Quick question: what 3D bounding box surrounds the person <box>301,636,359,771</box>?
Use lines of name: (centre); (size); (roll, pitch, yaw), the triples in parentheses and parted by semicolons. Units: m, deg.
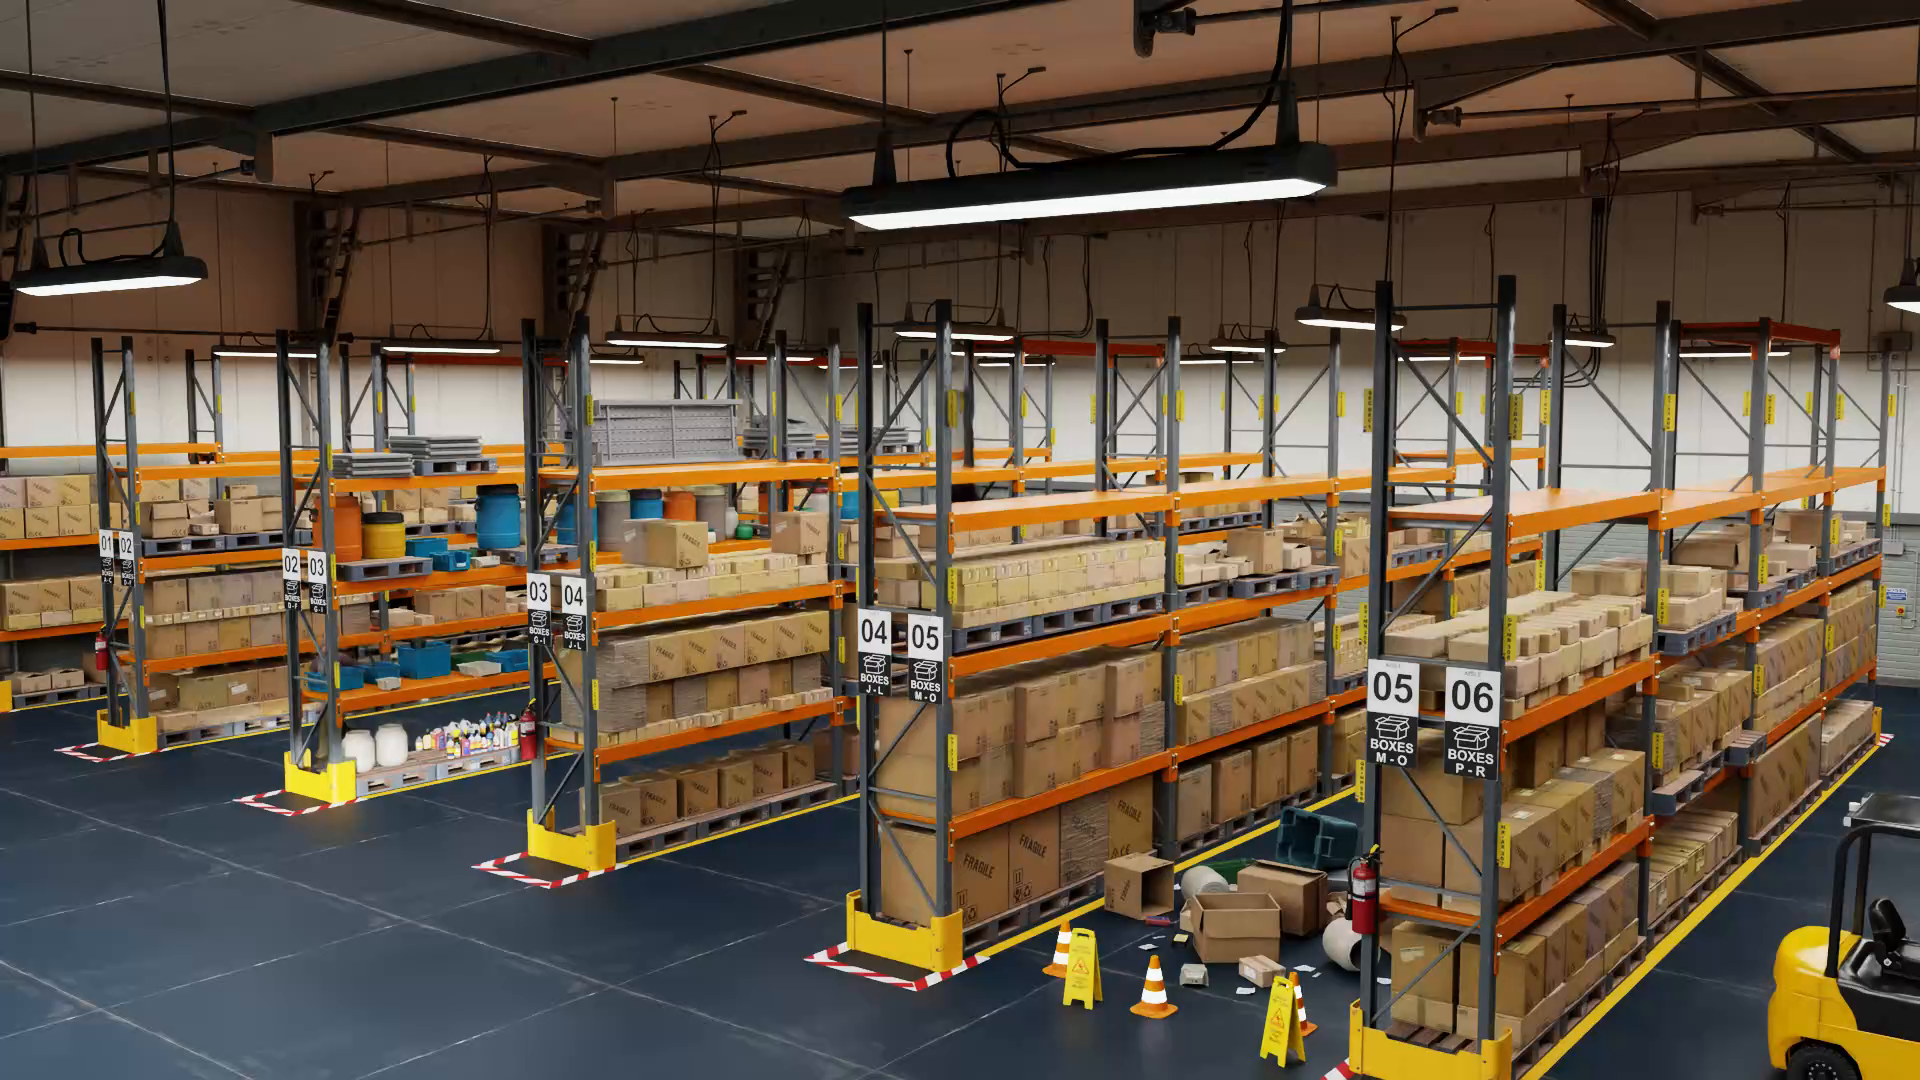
person: (-8.790, 2.346, 23.280); (0.668, 1.640, 0.950); (3, 6, 33)

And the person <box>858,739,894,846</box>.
person: (-0.780, 2.844, 17.718); (0.686, 1.584, 0.897); (1, 5, 17)
